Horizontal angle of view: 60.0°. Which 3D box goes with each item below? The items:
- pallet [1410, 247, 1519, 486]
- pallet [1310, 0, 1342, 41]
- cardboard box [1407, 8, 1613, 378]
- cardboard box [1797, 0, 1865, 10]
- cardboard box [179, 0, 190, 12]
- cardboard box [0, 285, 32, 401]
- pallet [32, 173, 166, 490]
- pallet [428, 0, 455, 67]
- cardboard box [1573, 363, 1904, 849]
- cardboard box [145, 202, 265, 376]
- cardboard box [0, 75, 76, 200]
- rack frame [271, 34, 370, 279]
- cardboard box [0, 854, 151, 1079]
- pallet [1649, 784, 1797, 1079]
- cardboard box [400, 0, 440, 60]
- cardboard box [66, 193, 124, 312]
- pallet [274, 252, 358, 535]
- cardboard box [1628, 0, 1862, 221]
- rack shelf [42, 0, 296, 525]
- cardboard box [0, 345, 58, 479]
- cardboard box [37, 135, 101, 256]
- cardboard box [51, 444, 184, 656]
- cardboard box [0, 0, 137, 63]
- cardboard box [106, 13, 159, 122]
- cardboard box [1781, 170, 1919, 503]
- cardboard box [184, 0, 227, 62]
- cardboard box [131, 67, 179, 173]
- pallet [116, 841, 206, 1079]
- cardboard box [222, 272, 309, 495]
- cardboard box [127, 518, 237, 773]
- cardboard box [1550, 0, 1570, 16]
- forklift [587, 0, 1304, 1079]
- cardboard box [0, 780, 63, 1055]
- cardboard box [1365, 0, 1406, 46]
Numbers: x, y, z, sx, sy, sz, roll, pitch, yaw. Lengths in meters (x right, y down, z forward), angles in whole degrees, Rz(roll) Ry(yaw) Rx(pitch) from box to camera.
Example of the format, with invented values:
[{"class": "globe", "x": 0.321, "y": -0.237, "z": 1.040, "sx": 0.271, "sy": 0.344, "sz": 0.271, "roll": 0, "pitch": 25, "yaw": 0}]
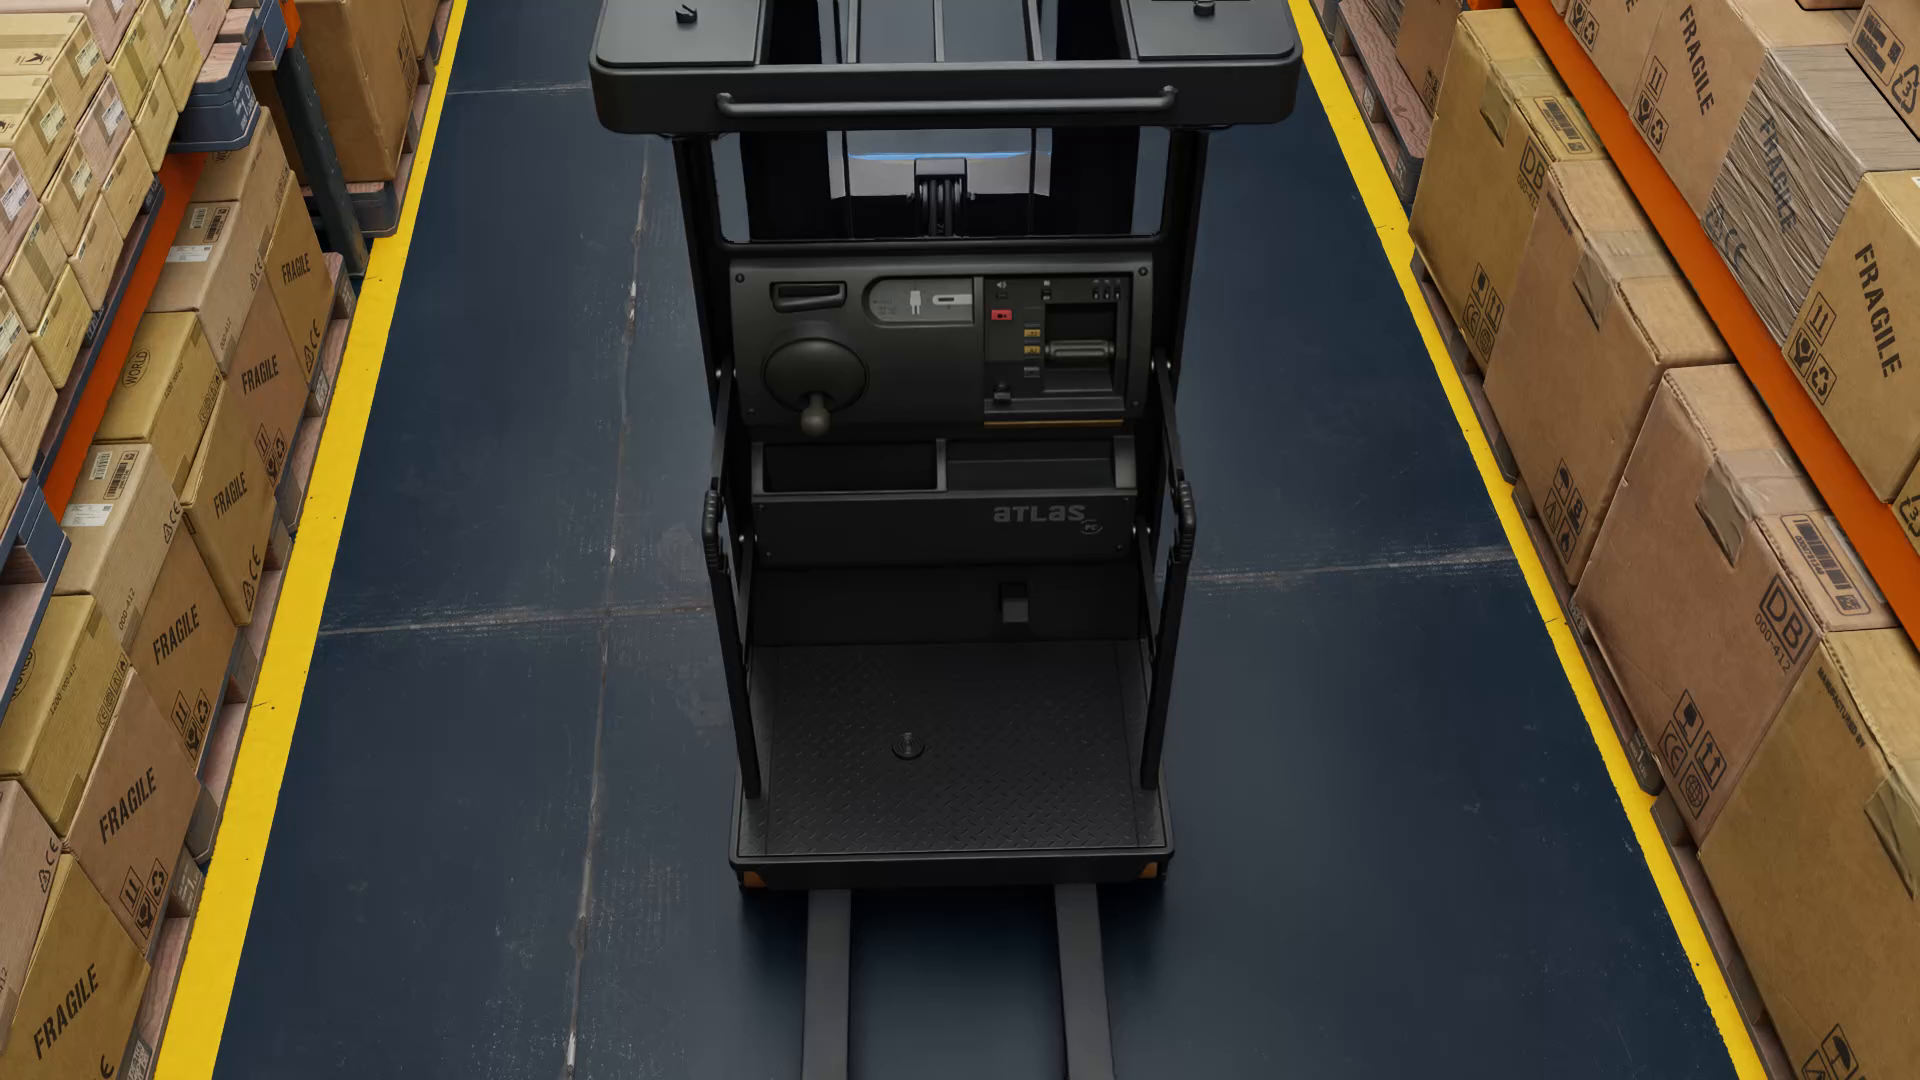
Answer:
[{"class": "pallet", "x": 2.230, "y": -0.711, "z": 5.778, "sx": 1.003, "sy": 0.211, "sz": 1.213, "roll": -3, "pitch": 47, "yaw": -3}, {"class": "pallet", "x": 2.076, "y": -2.732, "z": 7.692, "sx": 1.003, "sy": 0.211, "sz": 1.213, "roll": -3, "pitch": 47, "yaw": -3}, {"class": "cardboard box", "x": 2.276, "y": -1.158, "z": 5.455, "sx": 1.225, "sy": 0.875, "sz": 0.875, "roll": -5, "pitch": 47, "yaw": -5}, {"class": "cardboard box", "x": 2.336, "y": -1.623, "z": 3.961, "sx": 0.797, "sy": 0.503, "sz": 0.637, "roll": -3, "pitch": 47, "yaw": -2}, {"class": "cardboard box", "x": -2.168, "y": -1.464, "z": 4.250, "sx": 0.380, "sy": 0.149, "sz": 0.250, "roll": -2, "pitch": 47, "yaw": -2}, {"class": "cardboard box", "x": -2.045, "y": -0.353, "z": 3.198, "sx": 0.380, "sy": 0.149, "sz": 0.250, "roll": -2, "pitch": 47, "yaw": -2}, {"class": "pallet", "x": -2.506, "y": -0.521, "z": 3.810, "sx": 1.003, "sy": 0.211, "sz": 1.213, "roll": -3, "pitch": 47, "yaw": -3}, {"class": "pallet", "x": -2.802, "y": -2.514, "z": 7.485, "sx": 1.003, "sy": 0.211, "sz": 1.213, "roll": -3, "pitch": 47, "yaw": -3}, {"class": "cardboard box", "x": 2.425, "y": 0.127, "z": 4.238, "sx": 1.225, "sy": 0.875, "sz": 0.875, "roll": -5, "pitch": 47, "yaw": -5}, {"class": "cardboard box", "x": -2.340, "y": -0.716, "z": 4.778, "sx": 0.500, "sy": 0.250, "sz": 0.500, "roll": -3, "pitch": 47, "yaw": -3}, {"class": "cardboard box", "x": -2.087, "y": -0.829, "z": 3.443, "sx": 0.380, "sy": 0.149, "sz": 0.250, "roll": -2, "pitch": 47, "yaw": -2}, {"class": "rack frame", "x": -2.712, "y": -2.017, "z": 5.094, "sx": 1.000, "sy": 3.000, "sz": 0.127, "roll": -3, "pitch": 47, "yaw": -3}, {"class": "cardboard box", "x": -2.175, "y": 1.042, "z": 3.630, "sx": 0.500, "sy": 0.500, "sz": 0.500, "roll": -2, "pitch": 47, "yaw": -2}, {"class": "pallet", "x": 2.434, "y": 1.054, "z": 4.106, "sx": 1.003, "sy": 0.211, "sz": 1.213, "roll": -3, "pitch": 47, "yaw": -3}, {"class": "cardboard box", "x": -2.750, "y": -2.466, "z": 6.780, "sx": 1.050, "sy": 0.750, "sz": 0.750, "roll": -3, "pitch": 47, "yaw": -3}, {"class": "cardboard box", "x": -2.085, "y": -0.621, "z": 3.656, "sx": 0.380, "sy": 0.149, "sz": 0.250, "roll": -5, "pitch": 47, "yaw": -5}, {"class": "pallet", "x": -2.648, "y": -0.492, "z": 5.571, "sx": 1.003, "sy": 0.211, "sz": 1.213, "roll": -3, "pitch": 47, "yaw": -3}, {"class": "cardboard box", "x": 2.100, "y": -1.168, "z": 4.221, "sx": 0.500, "sy": 0.500, "sz": 0.500, "roll": -4, "pitch": 47, "yaw": -4}, {"class": "rack shelf", "x": -2.545, "y": -0.322, "z": 3.985, "sx": 1.077, "sy": 0.370, "sz": 4.000, "roll": -3, "pitch": 47, "yaw": -3}, {"class": "cardboard box", "x": -2.040, "y": -0.241, "z": 3.296, "sx": 0.380, "sy": 0.149, "sz": 0.250, "roll": -5, "pitch": 47, "yaw": -5}, {"class": "cardboard box", "x": -2.085, "y": -0.727, "z": 3.552, "sx": 0.380, "sy": 0.149, "sz": 0.250, "roll": -4, "pitch": 47, "yaw": -4}, {"class": "cardboard box", "x": -2.261, "y": 0.029, "z": 4.072, "sx": 0.500, "sy": 0.250, "sz": 0.500, "roll": -2, "pitch": 47, "yaw": -2}, {"class": "cardboard box", "x": -2.133, "y": -1.214, "z": 3.807, "sx": 0.380, "sy": 0.149, "sz": 0.250, "roll": -3, "pitch": 47, "yaw": -3}, {"class": "cardboard box", "x": -2.129, "y": -1.103, "z": 3.907, "sx": 0.380, "sy": 0.149, "sz": 0.250, "roll": -4, "pitch": 47, "yaw": -4}, {"class": "cardboard box", "x": 2.177, "y": -0.443, "z": 3.535, "sx": 0.500, "sy": 0.500, "sz": 0.500, "roll": -4, "pitch": 47, "yaw": -4}, {"class": "cardboard box", "x": -2.172, "y": -1.380, "z": 4.375, "sx": 0.380, "sy": 0.149, "sz": 0.250, "roll": -3, "pitch": 47, "yaw": -3}, {"class": "cardboard box", "x": -2.131, "y": -1.005, "z": 4.020, "sx": 0.380, "sy": 0.149, "sz": 0.250, "roll": -5, "pitch": 47, "yaw": -5}, {"class": "pallet", "x": -2.444, "y": 1.273, "z": 3.899, "sx": 1.003, "sy": 0.211, "sz": 1.213, "roll": -3, "pitch": 47, "yaw": -3}, {"class": "cardboard box", "x": -2.357, "y": -0.466, "z": 5.057, "sx": 0.500, "sy": 0.500, "sz": 0.500, "roll": -2, "pitch": 47, "yaw": -2}, {"class": "cardboard box", "x": -2.278, "y": 0.281, "z": 4.351, "sx": 0.500, "sy": 0.500, "sz": 0.500, "roll": -3, "pitch": 47, "yaw": -3}, {"class": "cardboard box", "x": 2.008, "y": -1.911, "z": 4.925, "sx": 0.500, "sy": 0.500, "sz": 0.500, "roll": -2, "pitch": 47, "yaw": -2}, {"class": "forklift", "x": -0.031, "y": -0.336, "z": 3.550, "sx": 1.130, "sy": 2.935, "sz": 3.031, "roll": -1, "pitch": 47, "yaw": -1}, {"class": "cardboard box", "x": -2.176, "y": 0.784, "z": 3.358, "sx": 0.500, "sy": 0.250, "sz": 0.500, "roll": -5, "pitch": 47, "yaw": -5}, {"class": "cardboard box", "x": 2.104, "y": -2.421, "z": 6.896, "sx": 0.700, "sy": 0.500, "sz": 0.500, "roll": -7, "pitch": 47, "yaw": -7}]
